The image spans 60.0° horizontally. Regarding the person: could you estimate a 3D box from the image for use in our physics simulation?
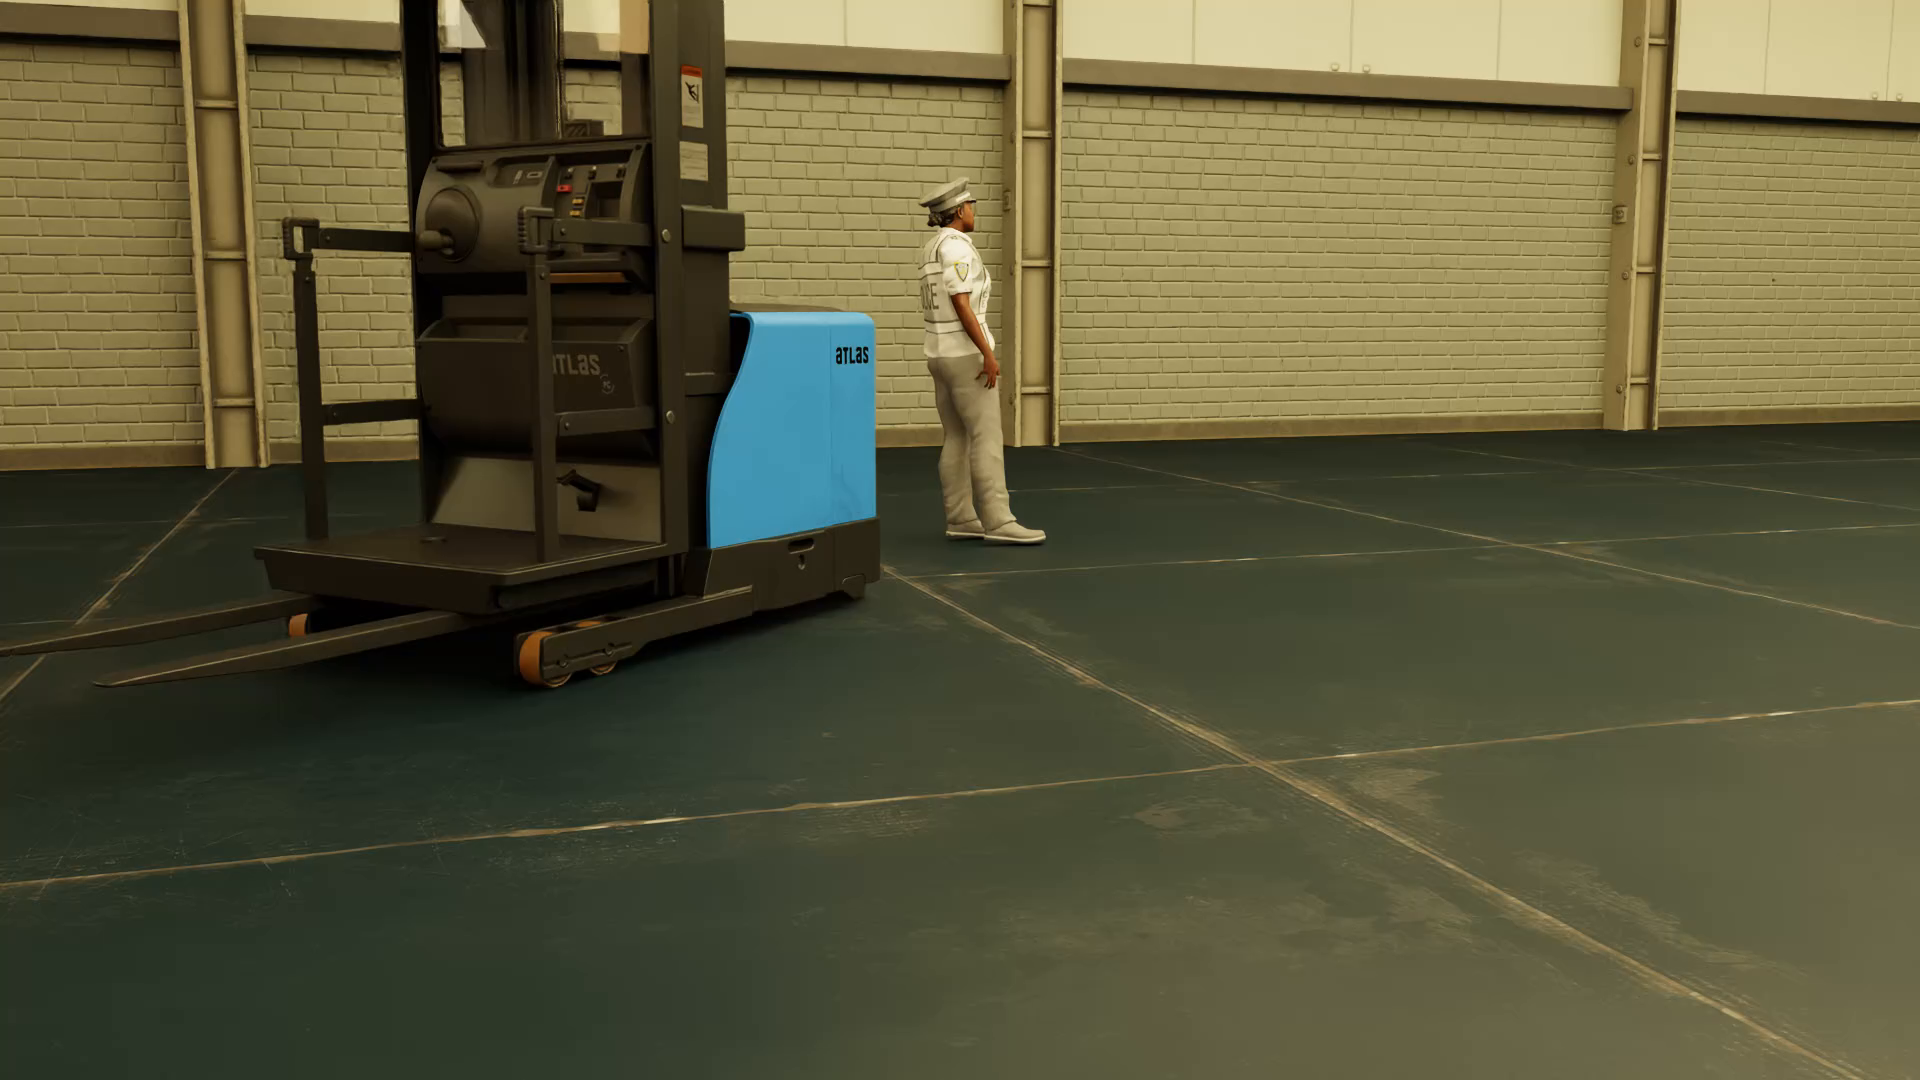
[{"bbox_3d":[0.078,-0.848,7.814,0.528,1.695,0.569,-3,8,-18],"label":"person"}]

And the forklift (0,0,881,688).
[{"bbox_3d":[-1.479,-1.096,5.107,1.130,2.935,3.031,5,9,30],"label":"forklift"}]
